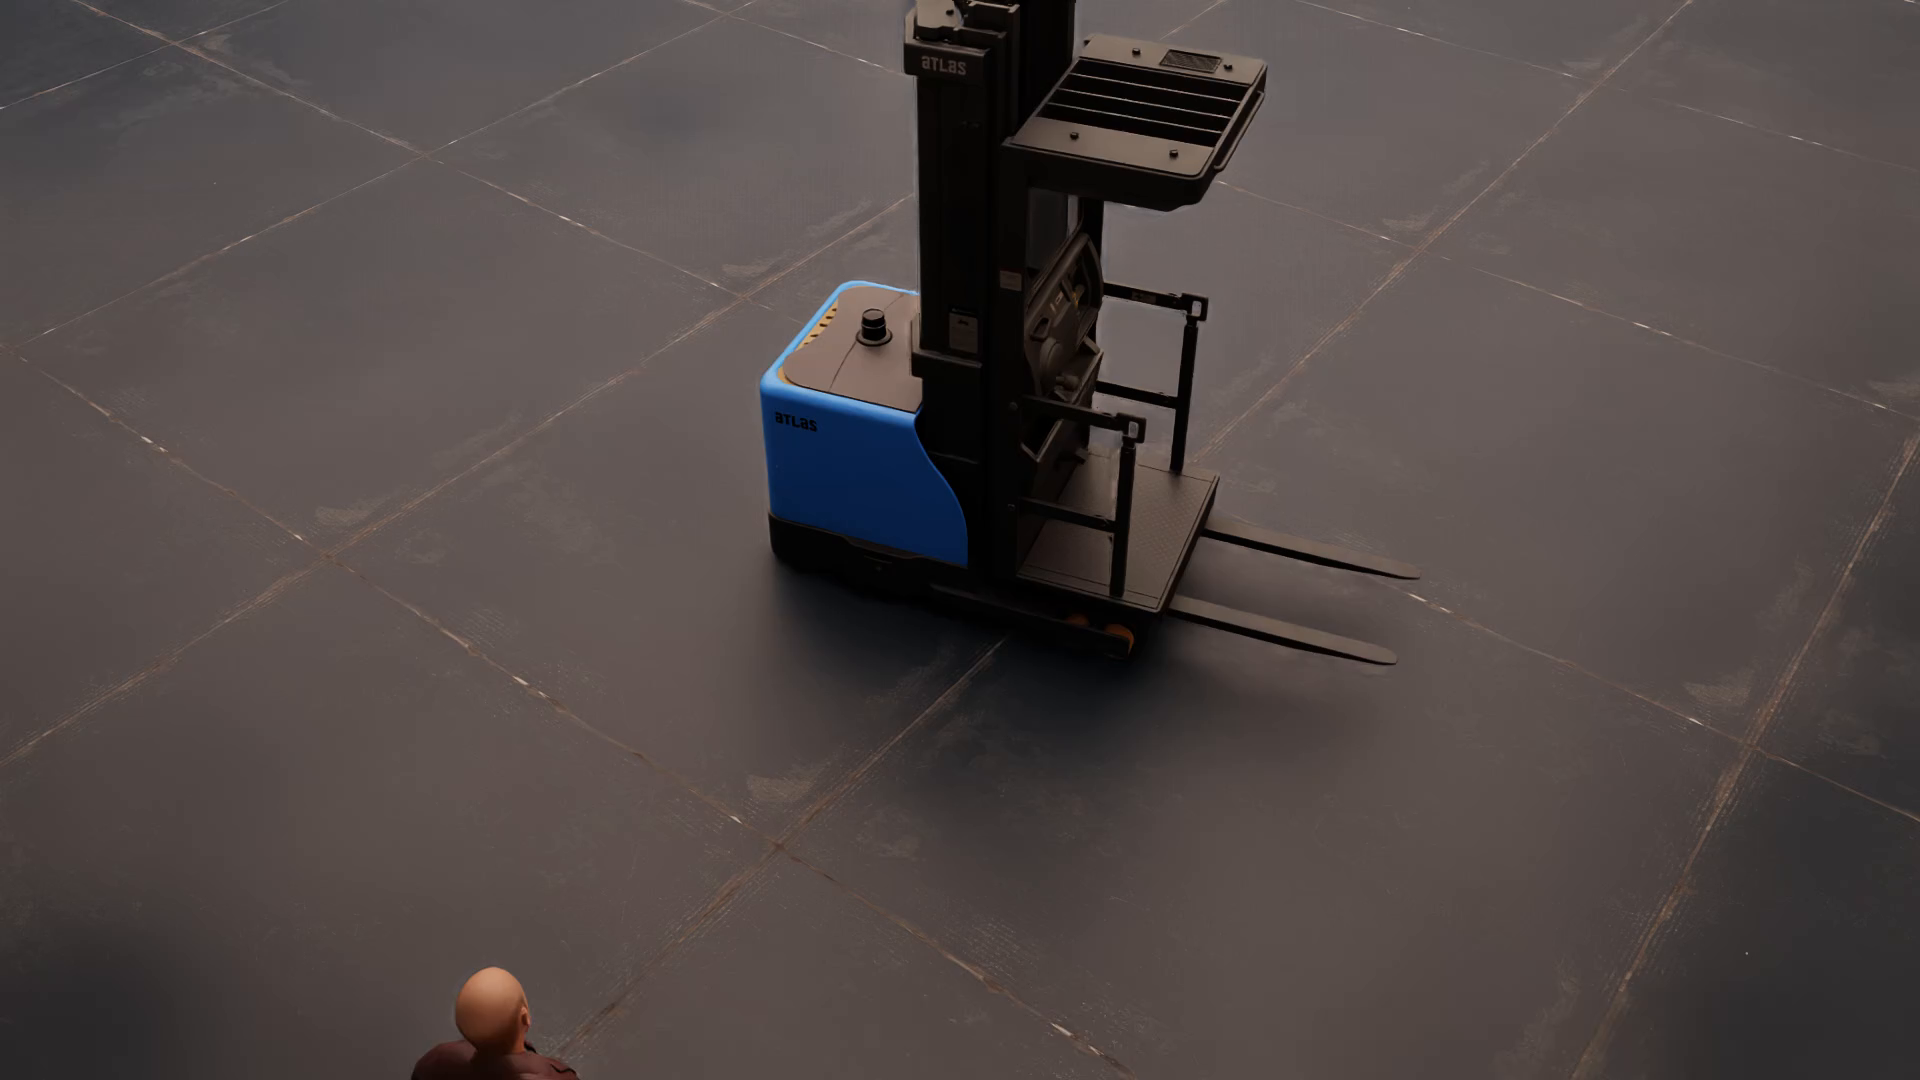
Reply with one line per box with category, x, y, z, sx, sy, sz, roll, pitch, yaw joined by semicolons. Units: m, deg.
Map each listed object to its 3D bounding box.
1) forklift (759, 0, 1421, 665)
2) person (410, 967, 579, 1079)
forklift;0.638;-0.957;7.196;3.031;2.935;1.130;14;42;16
person;-1.224;1.897;4.802;0.927;1.748;0.496;21;45;23
